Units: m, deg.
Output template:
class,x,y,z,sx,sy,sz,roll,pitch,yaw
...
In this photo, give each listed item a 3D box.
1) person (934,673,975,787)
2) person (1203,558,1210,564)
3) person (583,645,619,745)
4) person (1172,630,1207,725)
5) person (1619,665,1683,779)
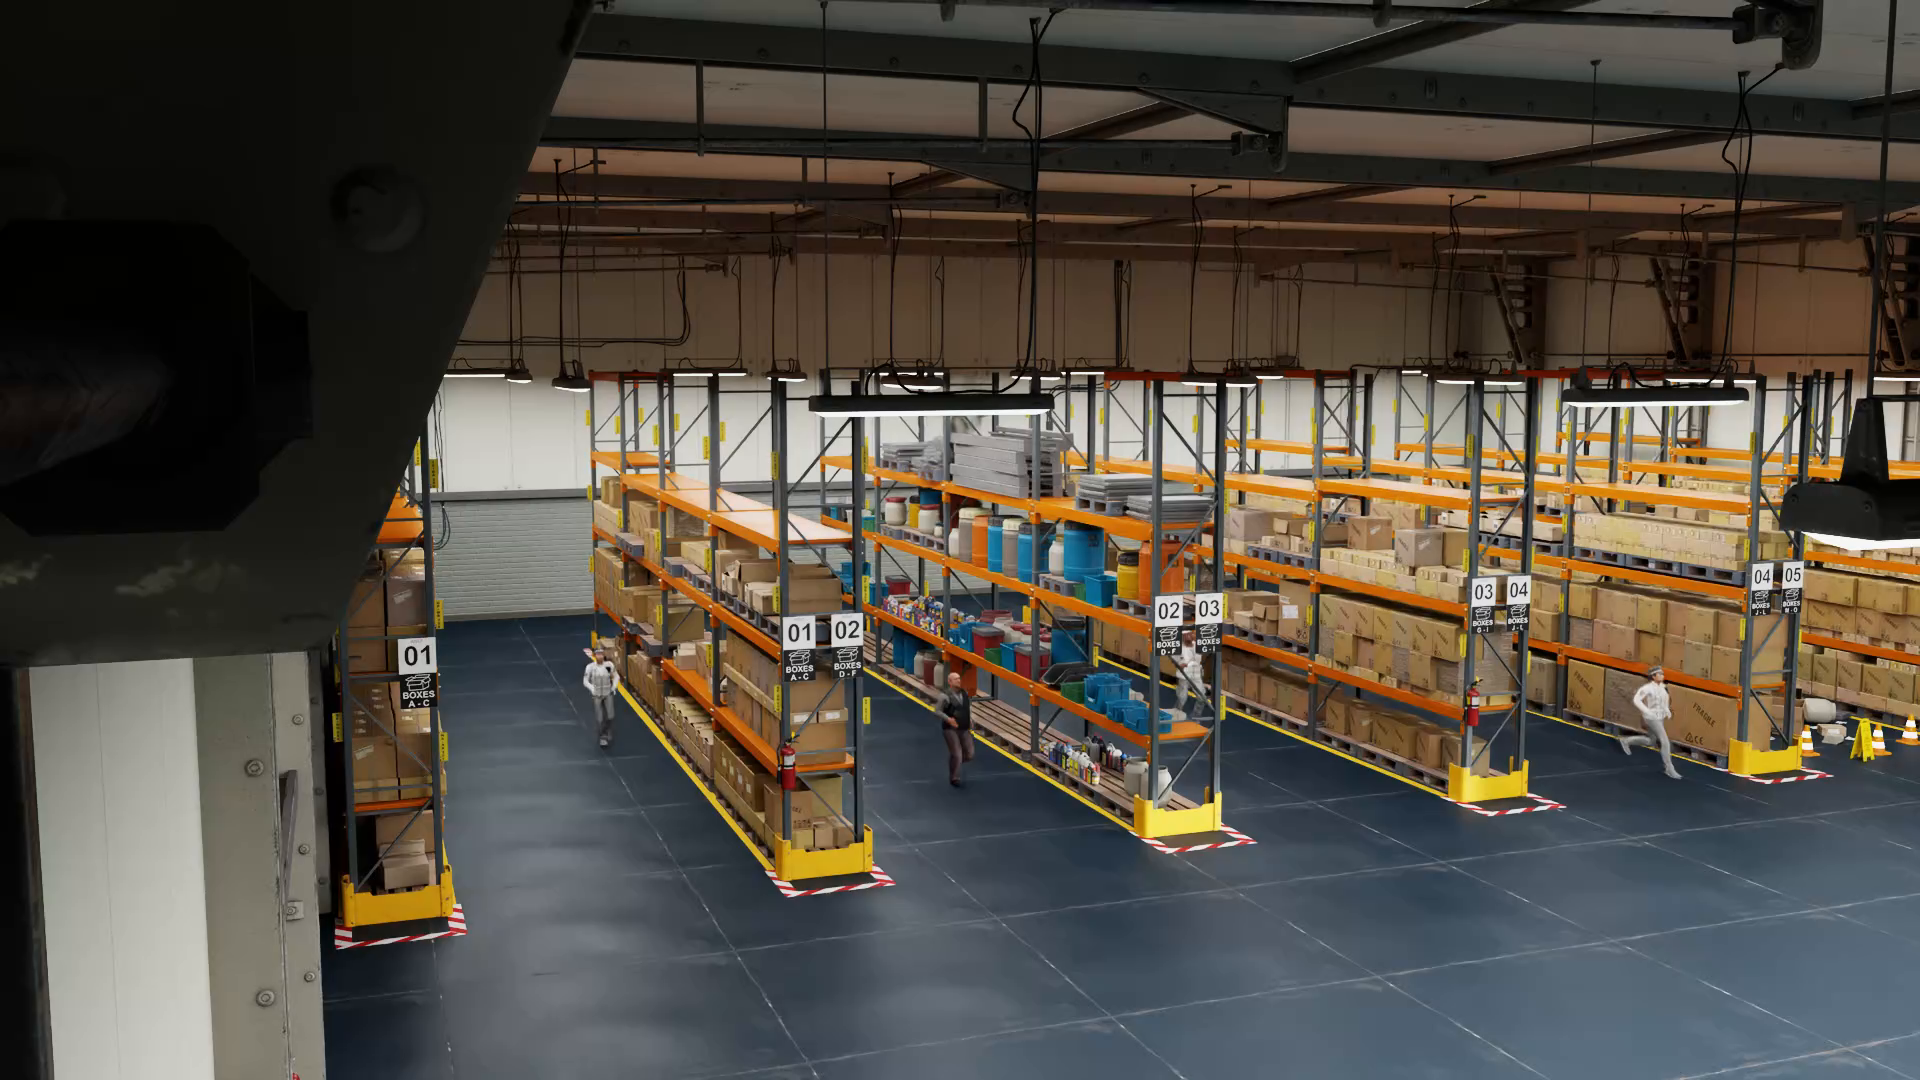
class,x,y,z,sx,sy,sz,roll,pitch,yaw
person,-0.051,2.779,24.398,0.656,1.673,0.603,-4,8,-33
person,5.656,1.227,38.441,0.595,1.680,0.804,-2,7,-14
person,-5.765,2.513,26.813,0.589,1.653,0.528,-2,7,-17
person,3.853,2.345,27.873,0.667,1.824,0.739,-3,7,-23
person,10.493,2.714,25.203,1.026,1.694,0.591,6,9,44
